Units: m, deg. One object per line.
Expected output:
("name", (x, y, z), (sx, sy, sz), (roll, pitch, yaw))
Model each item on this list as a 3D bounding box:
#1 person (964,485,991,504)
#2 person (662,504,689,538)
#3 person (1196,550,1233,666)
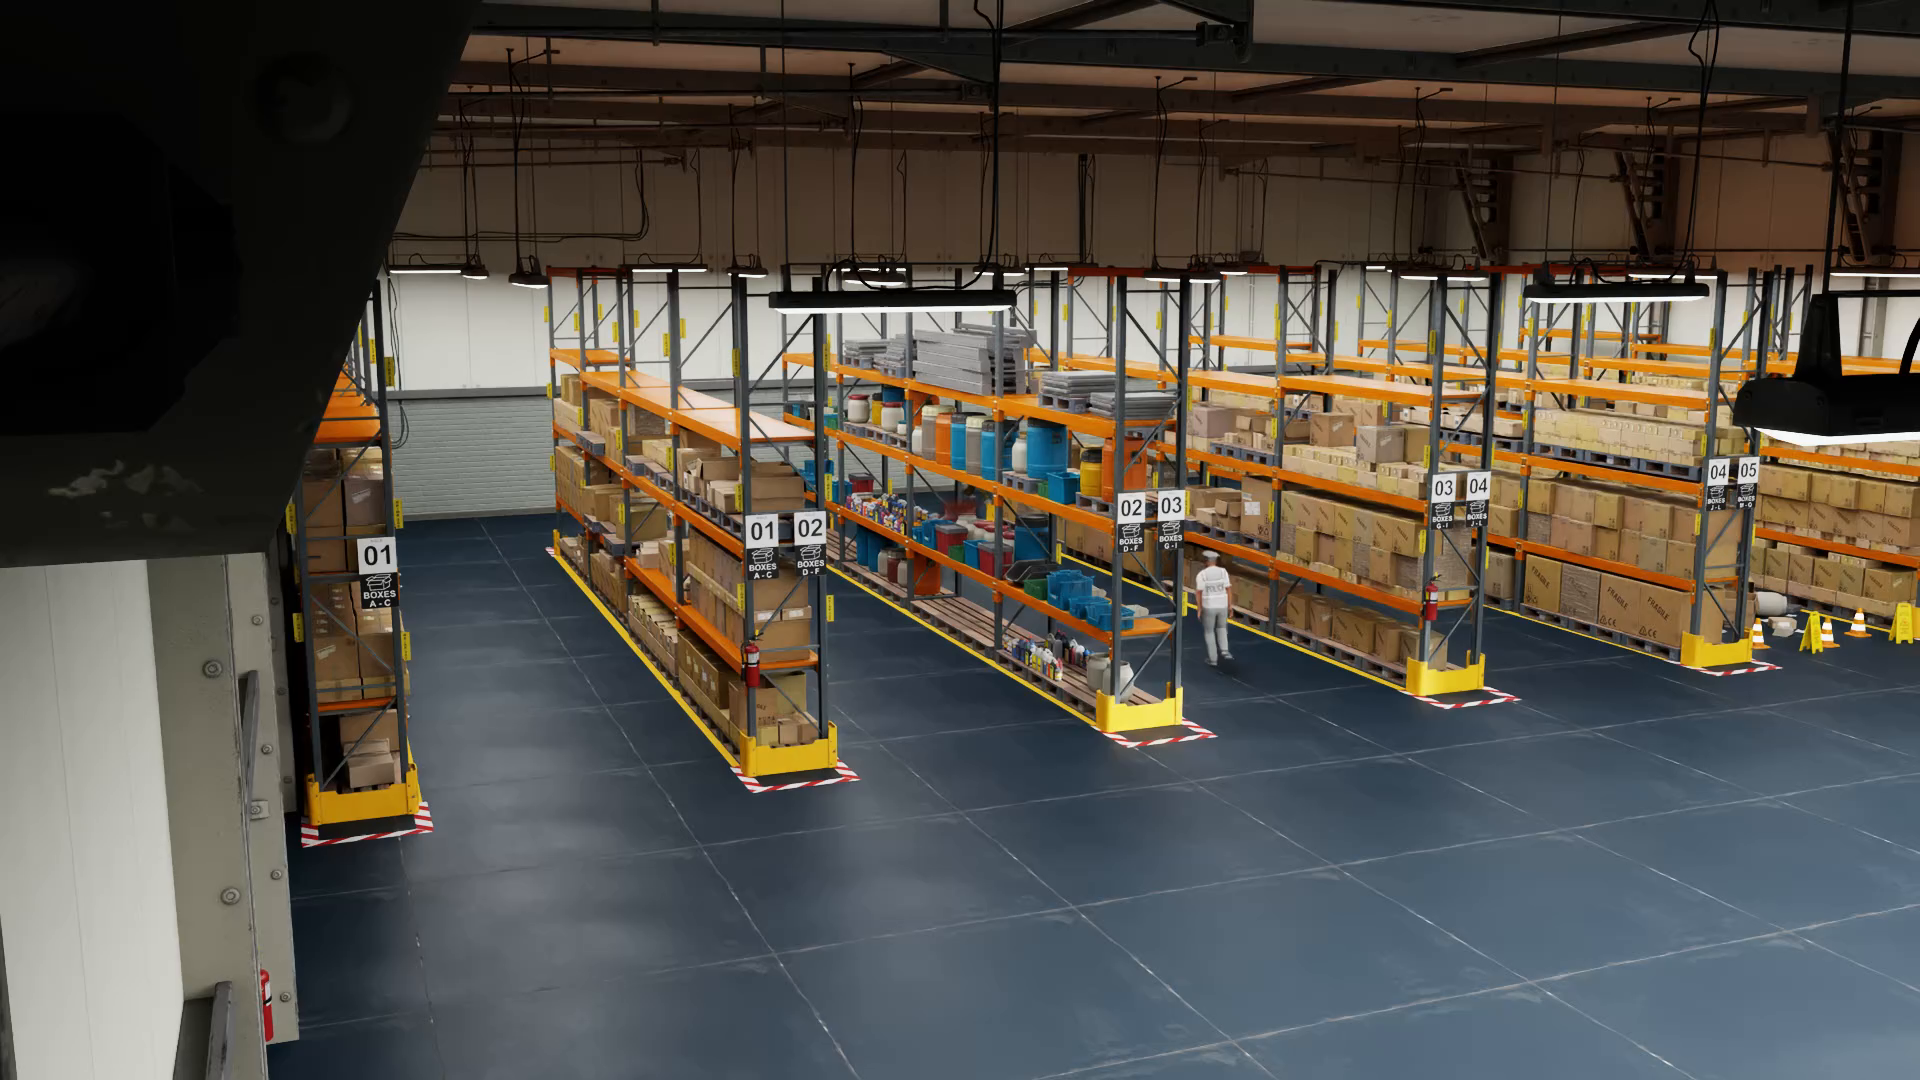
("person", (0.501, -1.807, 41.894), (1.204, 1.712, 0.561), (9, 14, 43))
("person", (-5.877, -0.509, 34.749), (0.692, 1.676, 0.680), (-2, 10, -14))
("person", (3.908, 1.052, 25.541), (0.587, 1.745, 0.493), (-2, 10, -10))
